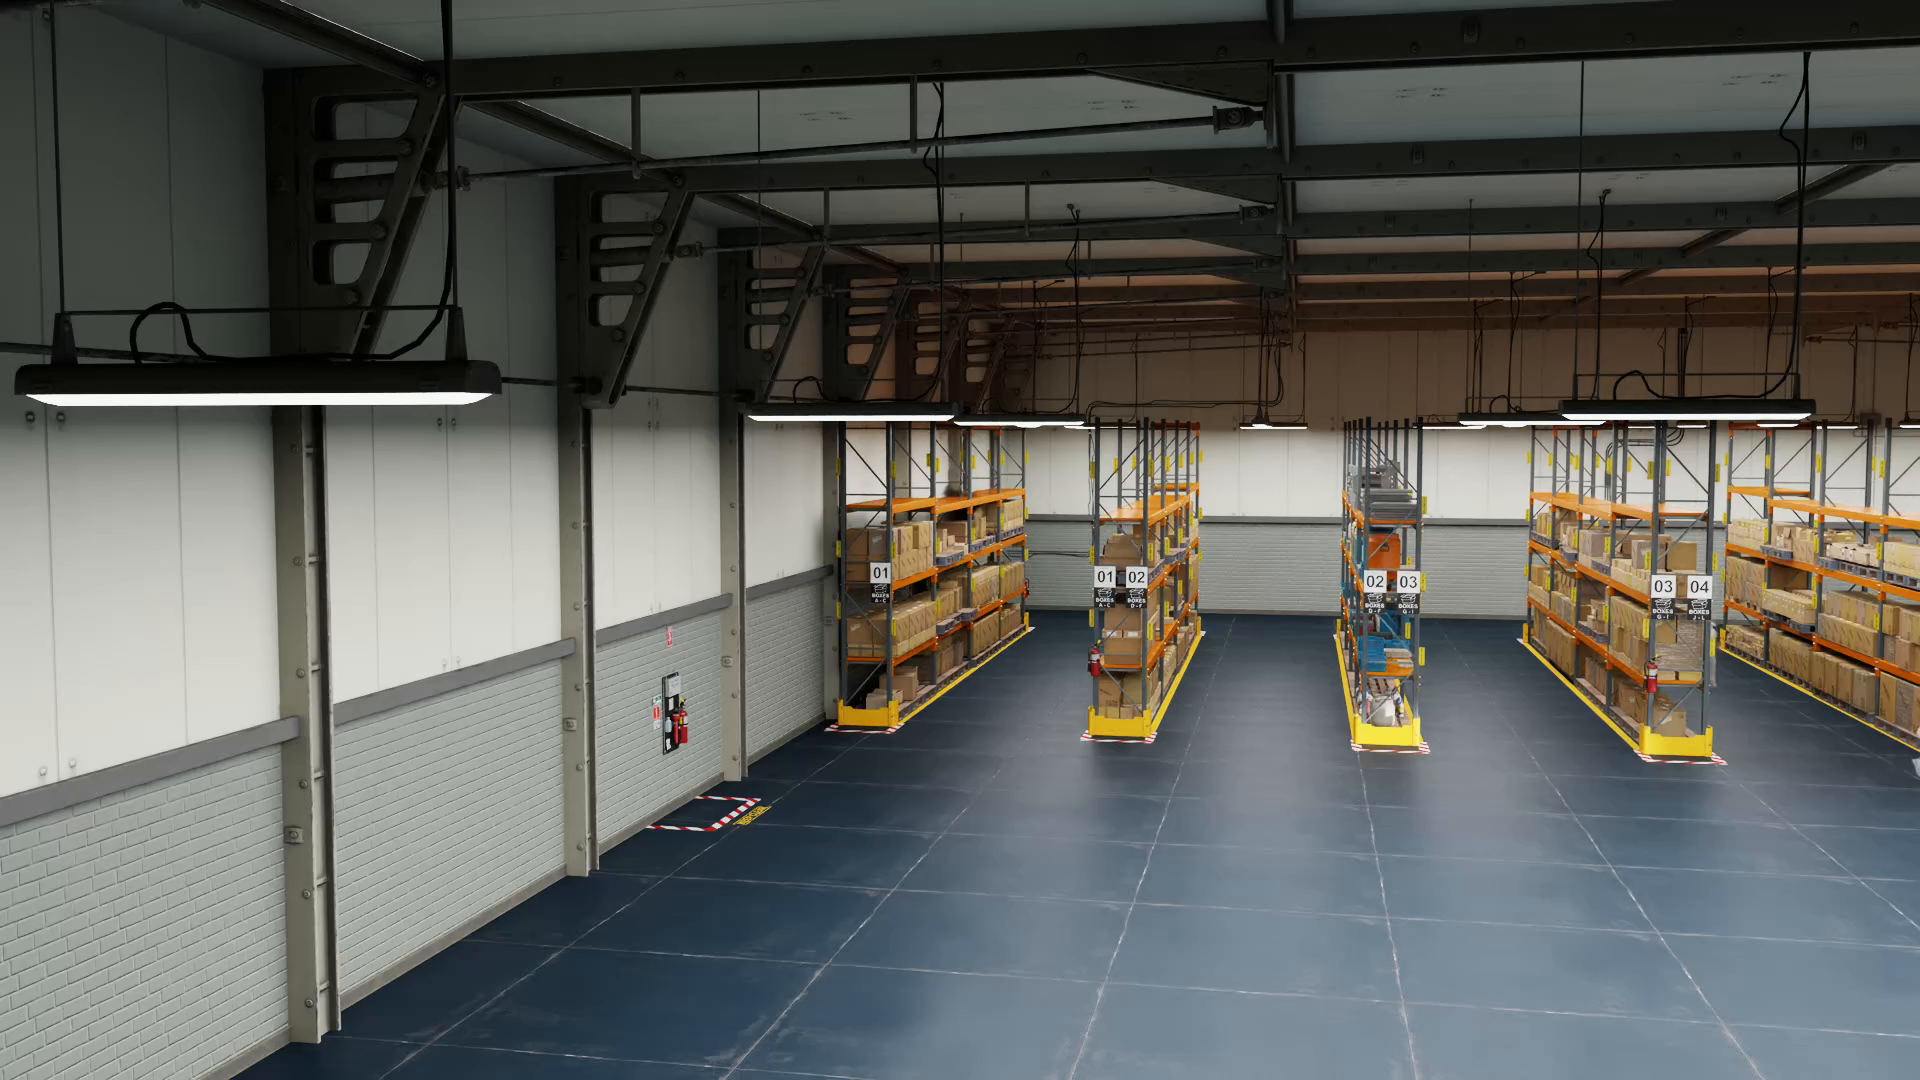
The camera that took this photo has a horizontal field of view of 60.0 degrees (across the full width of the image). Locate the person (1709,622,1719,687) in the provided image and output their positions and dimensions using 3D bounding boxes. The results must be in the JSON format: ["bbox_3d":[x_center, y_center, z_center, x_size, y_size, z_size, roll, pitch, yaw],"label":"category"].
[{"bbox_3d":[16.836,2.442,37.510,0.607,1.651,0.941,0,4,6],"label":"person"}]
